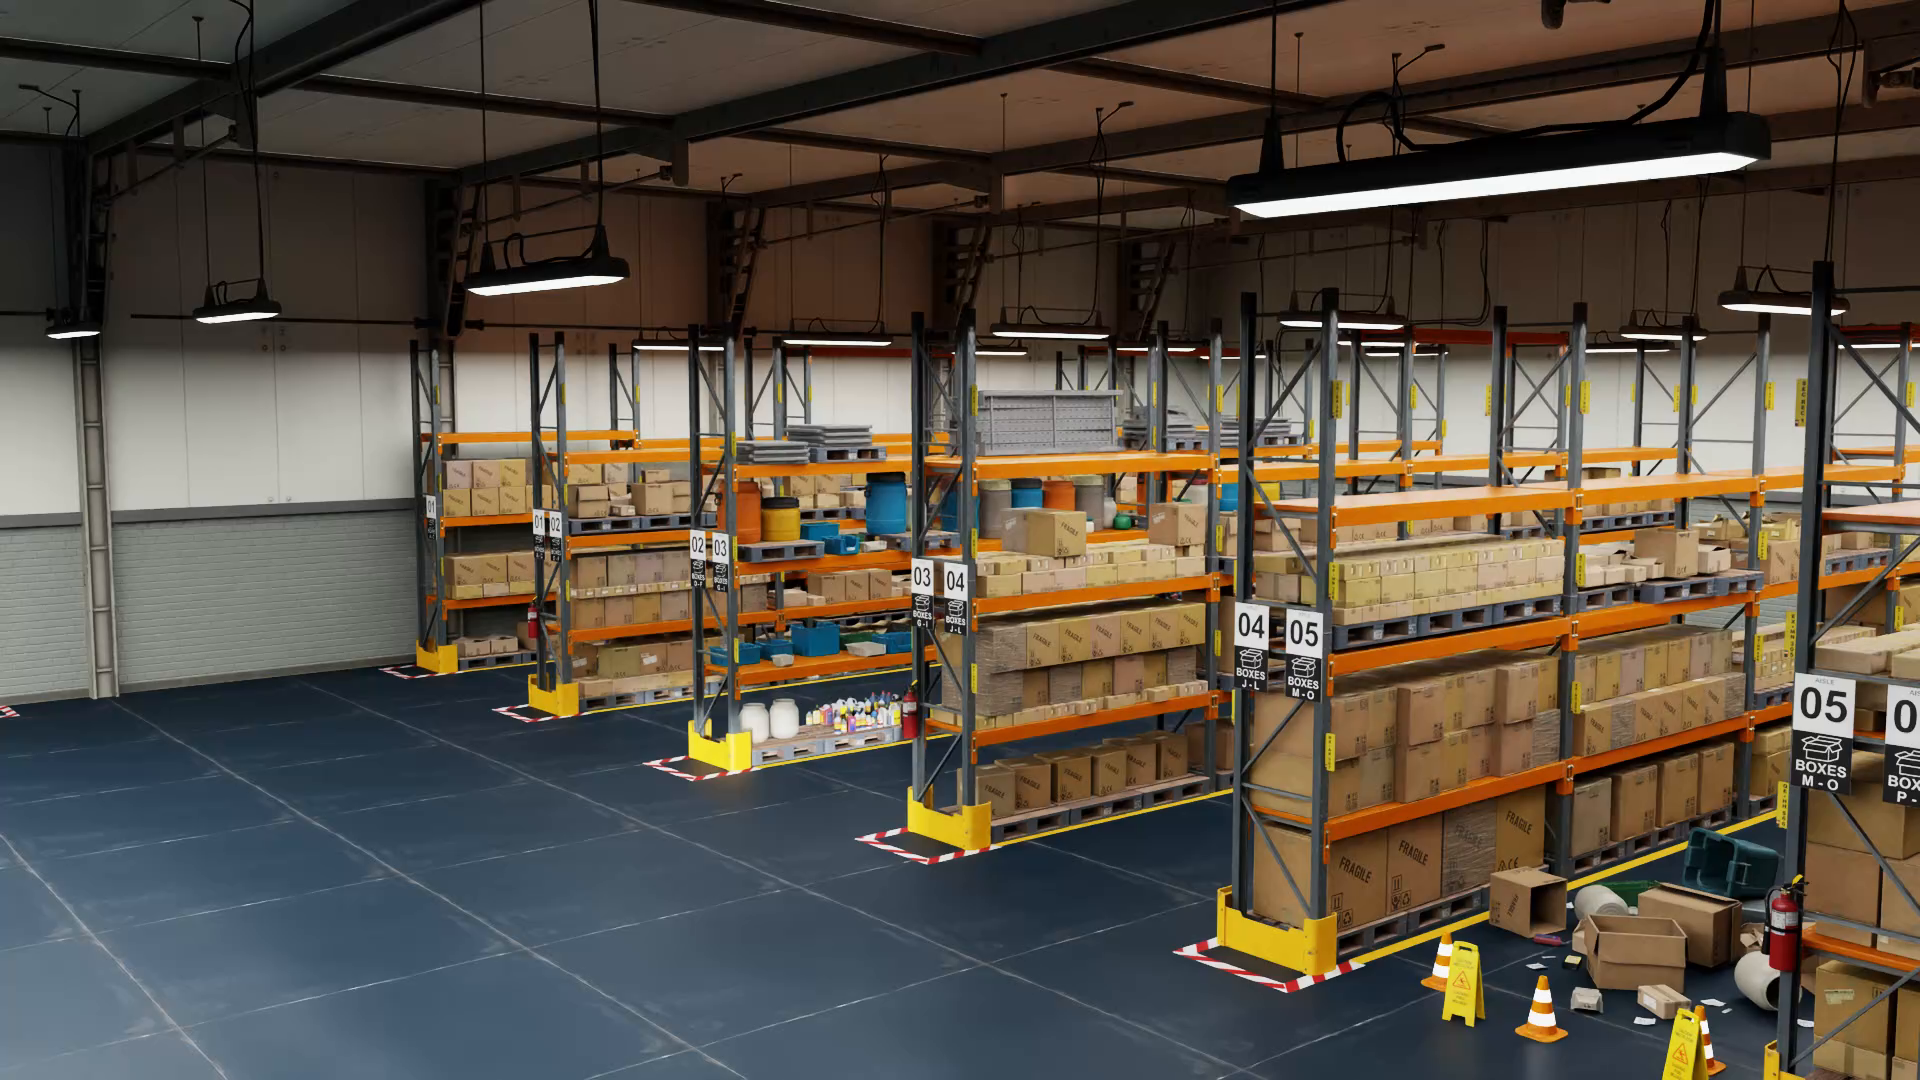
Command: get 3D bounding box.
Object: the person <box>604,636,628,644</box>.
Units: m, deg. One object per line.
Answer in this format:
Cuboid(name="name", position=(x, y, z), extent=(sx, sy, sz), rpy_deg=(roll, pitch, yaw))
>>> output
Cuboid(name="person", position=(-5.961, 1.650, 29.358), extent=(0.499, 1.590, 0.972), rpy_deg=(3, 6, 33))
